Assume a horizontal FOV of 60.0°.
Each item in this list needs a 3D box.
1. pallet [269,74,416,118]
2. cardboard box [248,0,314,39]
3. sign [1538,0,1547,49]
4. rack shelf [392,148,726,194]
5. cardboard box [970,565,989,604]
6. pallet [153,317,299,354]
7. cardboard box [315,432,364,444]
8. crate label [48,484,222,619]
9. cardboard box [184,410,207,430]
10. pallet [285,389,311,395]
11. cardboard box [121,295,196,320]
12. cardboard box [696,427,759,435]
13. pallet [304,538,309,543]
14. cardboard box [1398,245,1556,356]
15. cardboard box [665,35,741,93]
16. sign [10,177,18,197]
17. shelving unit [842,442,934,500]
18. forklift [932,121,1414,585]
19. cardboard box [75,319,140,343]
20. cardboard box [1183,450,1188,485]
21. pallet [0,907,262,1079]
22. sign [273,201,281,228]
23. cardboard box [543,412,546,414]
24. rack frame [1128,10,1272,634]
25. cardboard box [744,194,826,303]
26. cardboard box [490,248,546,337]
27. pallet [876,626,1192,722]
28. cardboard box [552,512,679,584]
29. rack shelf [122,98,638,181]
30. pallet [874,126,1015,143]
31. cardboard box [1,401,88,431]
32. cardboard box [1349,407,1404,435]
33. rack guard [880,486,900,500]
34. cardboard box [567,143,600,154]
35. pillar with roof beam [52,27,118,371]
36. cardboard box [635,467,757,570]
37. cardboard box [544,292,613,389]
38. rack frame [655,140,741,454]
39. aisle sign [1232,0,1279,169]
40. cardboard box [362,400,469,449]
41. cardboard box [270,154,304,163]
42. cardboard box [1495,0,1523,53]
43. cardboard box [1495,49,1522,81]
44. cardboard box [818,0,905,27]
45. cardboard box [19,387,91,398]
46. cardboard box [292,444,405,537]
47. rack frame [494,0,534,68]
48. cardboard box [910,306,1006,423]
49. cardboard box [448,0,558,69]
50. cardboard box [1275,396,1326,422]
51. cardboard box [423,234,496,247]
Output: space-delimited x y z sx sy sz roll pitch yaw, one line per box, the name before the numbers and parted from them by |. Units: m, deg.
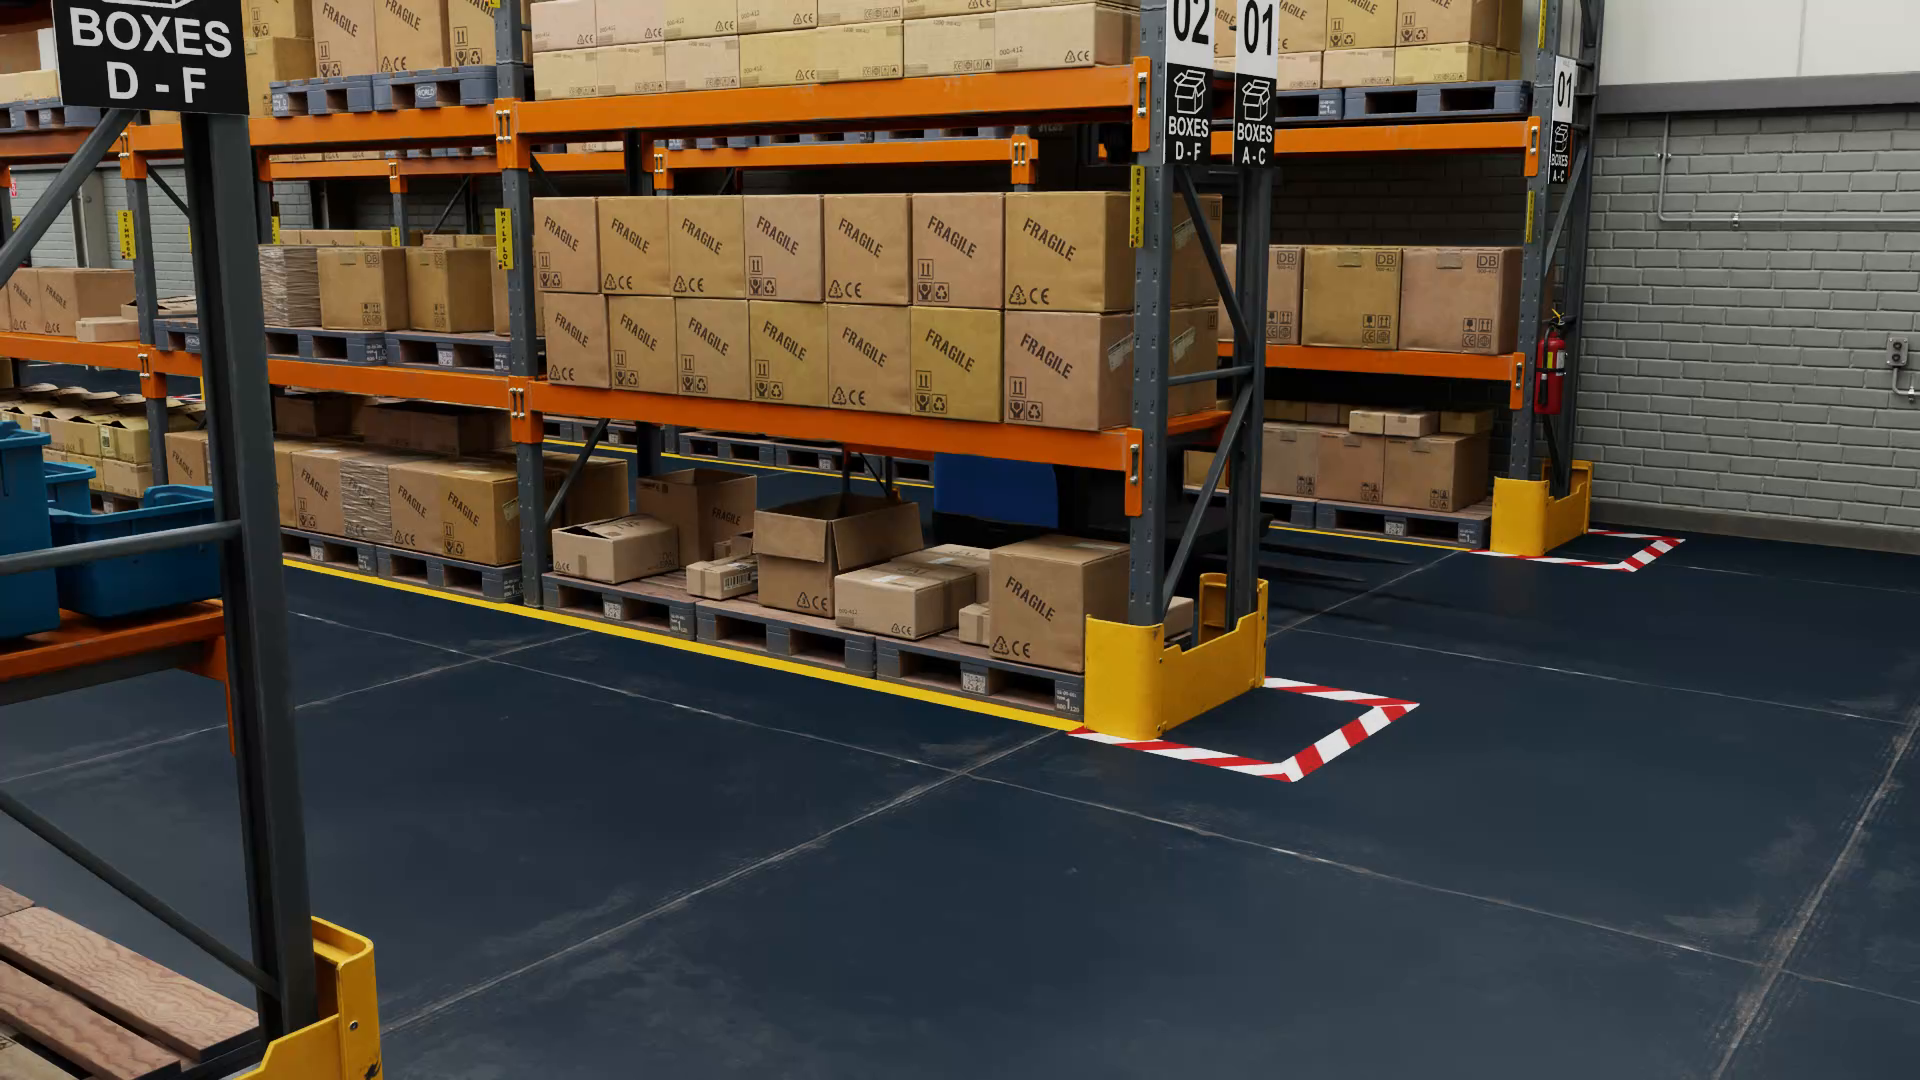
pallet | -3.483 -2.740 10.393 1.003 0.211 1.213 8 13 36
cardboard box | -4.215 -3.457 10.709 0.500 0.500 0.500 8 13 36
sign | 3.660 -3.256 10.440 0.005 0.325 0.100 8 13 36
rack shelf | -4.068 -3.712 16.818 4.000 0.370 1.077 8 13 36
cardboard box | 0.390 0.263 8.351 0.500 0.250 0.500 8 13 36
pallet | -4.797 -1.449 11.630 1.003 0.211 1.213 8 13 36
cardboard box | -4.075 -0.470 11.487 0.500 0.500 0.500 7 13 34
crate label | -1.876 0.023 3.798 0.303 0.233 0.416 8 13 36
cardboard box | -5.633 -0.845 12.655 0.500 0.311 0.500 9 14 37
pallet | -7.230 -1.656 19.532 1.213 0.211 1.003 8 13 36
cardboard box | -5.991 -1.696 12.632 0.500 0.311 0.500 8 13 35
cardboard box | -1.941 -1.416 15.505 0.750 0.750 0.750 8 13 35
pallet | -4.806 -0.150 11.751 1.213 0.211 1.003 8 13 36
cardboard box | 3.575 -1.672 11.483 0.700 0.700 0.980 9 14 38
cardboard box | -1.113 -2.353 8.291 0.500 0.250 0.500 8 13 36
sign | -14.580 -5.434 25.616 0.199 0.298 0.001 8 13 36
shelving unit | -0.267 -0.784 11.632 1.083 1.500 0.587 9 14 39
forklift | 1.274 -1.227 10.156 3.031 2.935 1.130 9 14 39
cardboard box | -6.273 -1.545 12.278 0.250 0.149 0.380 8 13 36
cardboard box | 1.713 -0.740 12.935 0.500 0.500 0.700 8 13 35
pallet | -2.514 1.319 4.158 1.213 0.211 1.003 8 13 36
sign | -8.559 -4.074 20.809 0.005 0.325 0.100 8 13 36
cardboard box | -4.243 -1.612 17.389 0.500 0.500 0.700 8 14 36
rack frame | 1.063 -0.710 7.301 0.127 3.000 1.000 8 13 36
cardboard box | -0.701 -1.430 8.127 0.500 0.500 0.500 8 14 37
cardboard box | -2.410 -1.502 10.028 0.500 0.500 0.700 3 11 16
pallet | 0.359 0.561 8.073 1.213 0.211 1.003 8 13 36
cardboard box | -1.951 0.025 9.424 0.500 0.311 0.500 8 13 36
rack shelf | -3.773 -2.504 10.571 4.000 0.370 1.077 8 13 36
pallet | 0.000 -3.392 13.775 1.217 0.209 0.805 7 13 33
cardboard box | -7.184 -0.933 13.113 0.500 0.311 0.500 8 14 37
cardboard box | 2.951 -0.844 11.765 0.250 0.149 0.380 8 14 37
rack guard | -0.652 -0.230 12.061 0.087 0.250 0.587 9 14 39
cardboard box | -3.446 -4.061 16.402 0.637 0.503 0.797 11 15 43
pillar with roof beam | -15.212 -6.282 20.309 0.400 9.000 9.100 8 13 36
cardboard box | -1.534 -0.128 9.715 0.500 0.500 0.500 8 13 36
cardboard box | -1.911 -1.110 9.104 0.500 0.500 0.500 8 14 37
rack frame | -2.456 -2.368 15.872 0.127 3.000 1.000 8 13 36
aisle sign | 1.292 -2.023 7.247 0.004 0.787 0.394 8 13 36
cardboard box | -3.617 -0.777 11.096 0.500 0.250 0.500 8 13 34
cardboard box | -7.505 -4.542 18.899 0.500 0.500 0.500 9 14 39
cardboard box | 3.547 -3.610 11.447 0.500 0.500 0.500 7 13 33
cardboard box | 3.549 -3.242 11.522 0.500 0.250 0.500 9 14 38
cardboard box | -0.306 -2.486 7.664 0.500 0.250 0.500 8 13 36
cardboard box | -7.690 -1.131 14.137 0.500 0.311 0.500 8 14 37
cardboard box | -3.937 -0.330 10.761 0.500 0.500 0.500 7 13 34
rack frame | -2.161 -4.105 9.056 0.127 3.000 1.000 8 13 36
cardboard box | 0.121 -0.825 7.635 0.500 0.500 0.500 8 14 36
cardboard box | -2.523 -3.004 9.633 0.600 0.600 0.600 6 13 30
cardboard box | 2.565 -0.988 12.508 0.250 0.149 0.380 8 14 36
cardboard box | -5.290 -3.020 17.823 0.500 0.500 0.700 8 14 36
